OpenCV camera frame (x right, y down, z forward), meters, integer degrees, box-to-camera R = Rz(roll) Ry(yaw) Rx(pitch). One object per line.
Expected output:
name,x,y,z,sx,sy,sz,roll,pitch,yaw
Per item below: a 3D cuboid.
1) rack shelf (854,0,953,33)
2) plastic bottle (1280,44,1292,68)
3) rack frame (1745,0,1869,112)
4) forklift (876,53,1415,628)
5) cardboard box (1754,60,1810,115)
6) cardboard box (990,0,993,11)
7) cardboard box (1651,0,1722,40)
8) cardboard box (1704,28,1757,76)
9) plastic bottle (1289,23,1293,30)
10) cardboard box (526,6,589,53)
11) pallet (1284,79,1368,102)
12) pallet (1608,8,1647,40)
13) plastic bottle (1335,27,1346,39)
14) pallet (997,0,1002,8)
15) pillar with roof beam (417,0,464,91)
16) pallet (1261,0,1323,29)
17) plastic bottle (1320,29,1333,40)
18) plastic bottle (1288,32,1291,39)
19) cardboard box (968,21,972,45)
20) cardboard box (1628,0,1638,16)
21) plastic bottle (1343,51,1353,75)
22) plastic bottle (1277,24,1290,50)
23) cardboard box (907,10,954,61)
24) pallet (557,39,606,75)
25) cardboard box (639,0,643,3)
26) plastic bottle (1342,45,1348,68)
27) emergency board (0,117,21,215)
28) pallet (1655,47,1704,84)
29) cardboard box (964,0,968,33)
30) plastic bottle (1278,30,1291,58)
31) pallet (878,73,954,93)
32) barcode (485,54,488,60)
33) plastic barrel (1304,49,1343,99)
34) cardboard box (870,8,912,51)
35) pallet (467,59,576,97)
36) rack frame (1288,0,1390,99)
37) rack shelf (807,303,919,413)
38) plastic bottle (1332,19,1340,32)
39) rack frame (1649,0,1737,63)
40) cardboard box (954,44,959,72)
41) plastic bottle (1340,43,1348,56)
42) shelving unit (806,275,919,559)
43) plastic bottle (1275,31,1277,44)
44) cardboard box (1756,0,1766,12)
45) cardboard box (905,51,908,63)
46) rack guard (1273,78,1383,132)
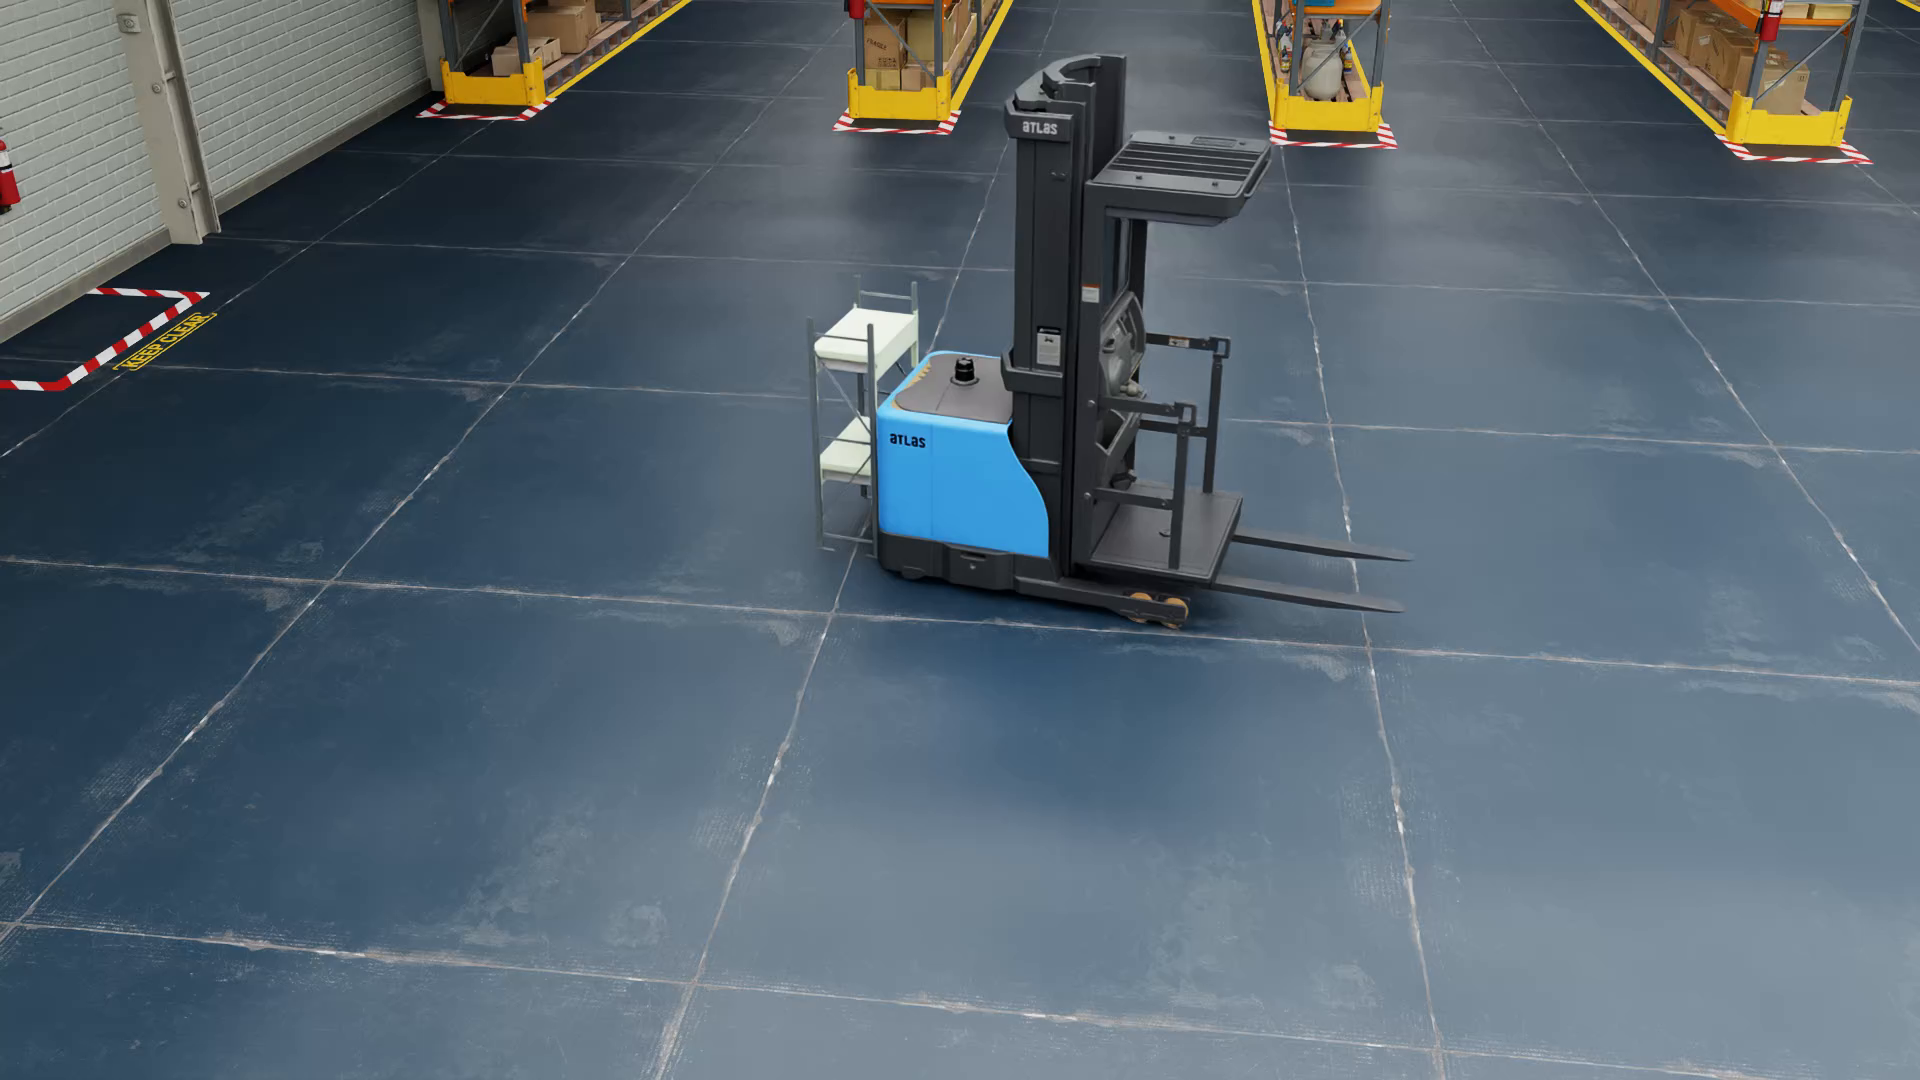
rack shelf,-0.454,-6.927,20.704,1.077,0.370,4.000,3,28,6
plastic bottle,4.064,-6.014,20.659,0.152,0.276,0.135,4,29,7
rack frame,9.132,-5.725,17.714,1.000,3.000,0.127,3,28,6
forklift,1.087,-1.080,9.163,3.031,2.935,1.130,9,30,16
cardboard box,9.225,-5.102,18.751,0.500,0.500,0.500,9,30,16
cardboard box,0.211,-7.820,24.058,0.500,0.250,0.500,3,28,5
cardboard box,9.719,-6.989,22.231,0.700,0.500,0.500,1,28,2
cardboard box,9.473,-5.939,20.305,0.500,0.500,0.500,1,28,2
plastic bottle,4.326,-6.609,21.755,0.061,0.283,0.133,3,28,6
cardboard box,-5.233,-6.613,21.534,0.700,0.500,0.500,2,28,3
pallet,4.284,-5.206,19.690,1.003,0.211,1.213,3,28,6
pallet,9.863,-7.323,23.620,1.003,0.211,1.213,3,28,6
plastic bottle,4.850,-6.361,21.223,0.144,0.351,0.185,3,28,6
pallet,0.141,-8.455,25.722,1.003,0.211,1.213,3,28,6
pillar with roof beam,-2.116,-9.359,18.134,9.100,9.000,0.400,3,28,6
pallet,4.911,-7.616,24.164,1.003,0.211,1.213,3,28,6
plastic bottle,4.740,-6.477,21.517,0.152,0.276,0.135,3,28,6
plastic bottle,4.192,-6.372,21.328,0.097,0.271,0.097,0,28,0
cardboard box,-0.120,-6.694,21.969,0.500,0.250,0.500,3,28,6
cardboard box,9.932,-7.738,23.623,0.700,0.500,0.500,6,29,10
plastic bottle,4.748,-5.841,20.341,0.097,0.271,0.097,0,28,0
plastic bottle,4.173,-6.478,21.442,0.144,0.351,0.185,2,28,4
cardboard box,-0.353,-6.082,20.042,0.500,0.500,0.500,3,28,6
pallet,-5.320,-6.350,21.814,1.003,0.211,1.213,3,28,6
cardboard box,-5.039,-8.158,24.402,0.700,0.500,0.500,3,28,5
plastic bottle,4.790,-6.002,20.641,0.097,0.271,0.097,0,28,0
emergency board,-7.465,-2.983,12.624,0.194,1.169,0.643,3,28,6
pallet,9.575,-6.062,21.280,1.003,0.211,1.213,3,28,6
cardboard box,-0.179,-6.788,21.354,0.500,0.500,0.500,3,28,6
plastic bottle,4.120,-6.278,21.070,0.144,0.351,0.185,3,28,6
pallet,-0.647,-5.437,20.120,1.003,0.211,1.213,3,28,6
barcode,-5.837,-5.955,20.502,0.001,0.075,0.075,3,28,6
plastic barrel,4.221,-5.417,19.322,0.421,0.512,0.421,0,28,0
cardboard box,-0.821,-6.348,20.536,0.500,0.500,0.500,3,28,6
pallet,-5.472,-5.777,20.751,1.003,0.211,1.213,3,28,6
rack frame,4.216,-6.013,18.248,1.000,3.000,0.127,3,28,6
rack shelf,-0.563,-1.089,9.866,0.431,0.370,0.720,9,30,16
plastic bottle,4.914,-6.603,21.673,0.144,0.351,0.185,3,28,5
rack frame,9.622,-7.608,21.209,1.000,3.000,0.127,3,28,6
cardboard box,-0.294,-5.987,20.657,0.500,0.250,0.500,3,28,6
plastic bottle,4.827,-6.144,20.905,0.097,0.271,0.097,0,28,0
shelving unit,-0.563,-0.745,10.051,0.431,1.500,0.755,9,30,16
plastic bottle,4.207,-6.637,21.894,0.097,0.201,0.097,0,28,0
cardboard box,8.993,-5.878,18.263,0.380,0.149,0.250,3,28,6
cardboard box,-0.877,-5.782,20.277,0.500,0.250,0.500,3,28,6
rack guard,4.179,-4.951,18.912,1.175,0.500,0.348,3,28,6
